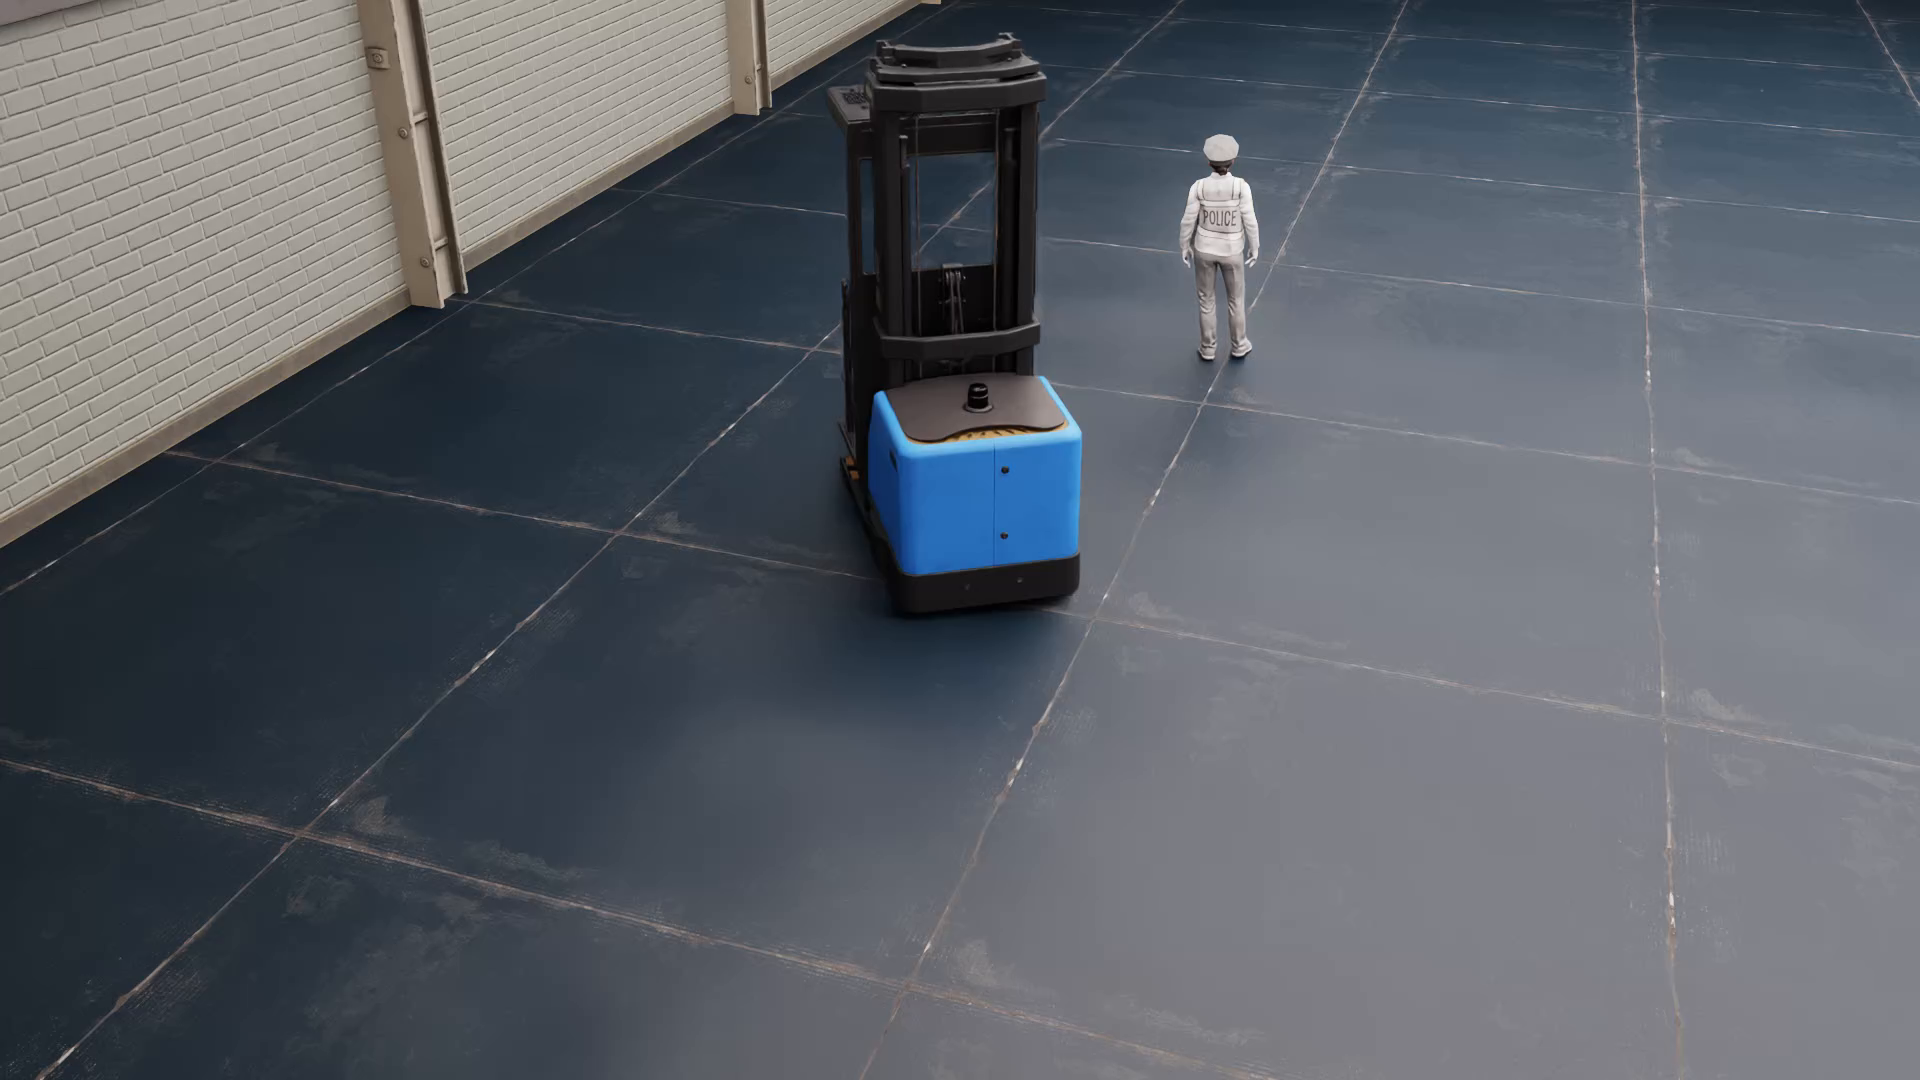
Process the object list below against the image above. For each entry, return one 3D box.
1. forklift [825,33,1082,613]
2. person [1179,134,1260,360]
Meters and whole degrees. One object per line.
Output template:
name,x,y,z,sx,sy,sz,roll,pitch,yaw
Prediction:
forklift,-0.158,-1.583,9.914,1.130,2.935,3.031,-7,30,-11
person,1.889,-2.127,12.105,0.580,1.698,0.528,7,30,12
